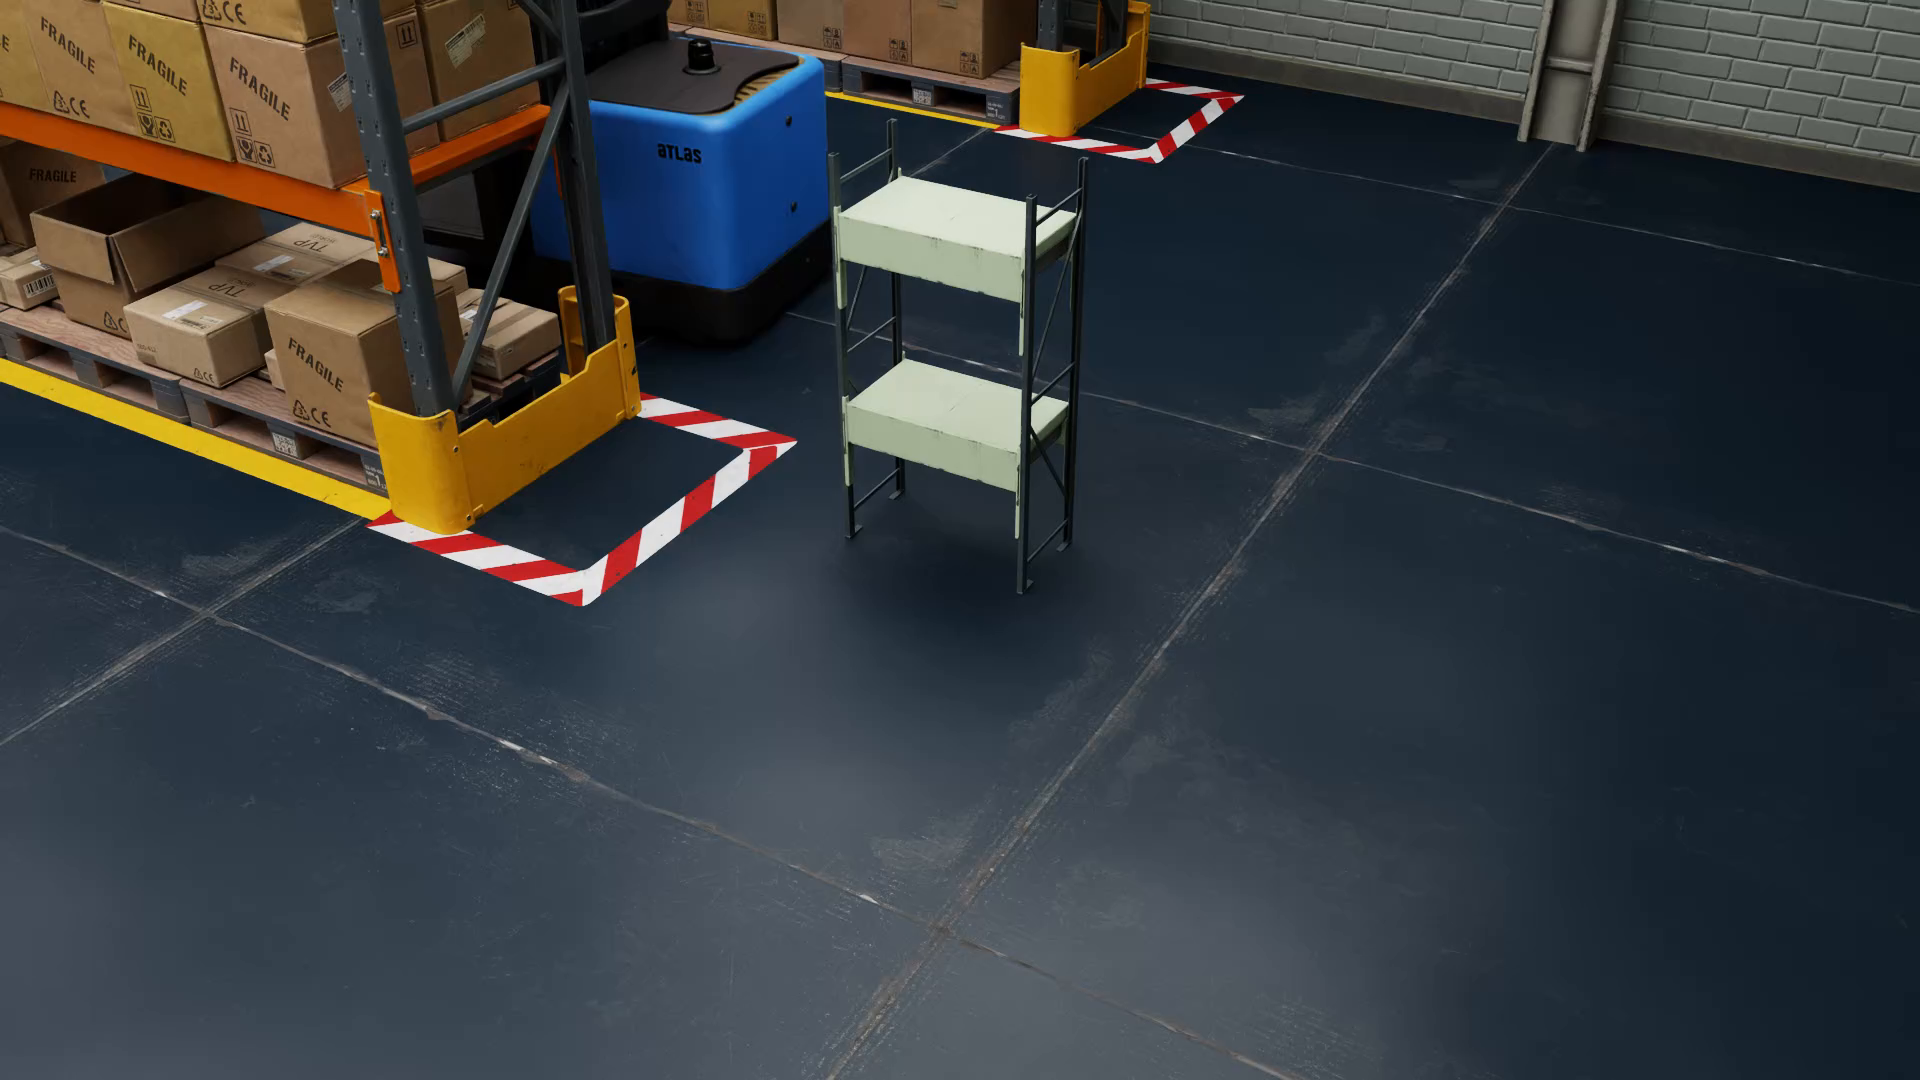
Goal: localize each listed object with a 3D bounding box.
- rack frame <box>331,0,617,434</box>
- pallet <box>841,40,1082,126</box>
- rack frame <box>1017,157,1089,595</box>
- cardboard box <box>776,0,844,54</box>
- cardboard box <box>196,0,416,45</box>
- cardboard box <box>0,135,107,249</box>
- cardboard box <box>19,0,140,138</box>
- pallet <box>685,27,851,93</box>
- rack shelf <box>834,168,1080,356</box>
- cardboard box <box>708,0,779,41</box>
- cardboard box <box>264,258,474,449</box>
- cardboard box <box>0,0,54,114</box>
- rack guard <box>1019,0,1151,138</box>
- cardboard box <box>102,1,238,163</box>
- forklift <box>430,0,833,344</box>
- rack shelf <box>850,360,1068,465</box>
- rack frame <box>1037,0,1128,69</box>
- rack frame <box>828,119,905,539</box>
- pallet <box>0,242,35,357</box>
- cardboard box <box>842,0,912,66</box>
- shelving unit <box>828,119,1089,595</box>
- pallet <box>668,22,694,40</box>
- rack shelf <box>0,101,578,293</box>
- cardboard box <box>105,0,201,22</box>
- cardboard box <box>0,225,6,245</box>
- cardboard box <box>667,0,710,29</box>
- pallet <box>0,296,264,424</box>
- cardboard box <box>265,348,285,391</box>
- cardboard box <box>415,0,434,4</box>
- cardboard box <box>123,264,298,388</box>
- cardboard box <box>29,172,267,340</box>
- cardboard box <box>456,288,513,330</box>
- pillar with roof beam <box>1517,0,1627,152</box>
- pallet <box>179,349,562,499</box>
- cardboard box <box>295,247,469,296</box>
[{"bbox_3d":[-1.705,-1.561,5.888,0.127,3.000,1.000,18,37,24],"label":"rack frame"},{"bbox_3d":[0.016,-2.967,10.515,1.213,0.211,1.003,18,37,24],"label":"pallet"},{"bbox_3d":[0.312,-0.525,5.686,0.023,1.500,0.400,18,37,24],"label":"rack frame"},{"bbox_3d":[-0.780,-3.500,10.676,0.500,0.500,0.700,16,37,23],"label":"cardboard box"},{"bbox_3d":[-2.228,-2.009,5.568,0.500,0.500,0.500,17,37,24],"label":"cardboard box"},{"bbox_3d":[-4.543,-1.783,8.080,0.500,0.500,0.500,18,37,24],"label":"cardboard box"},{"bbox_3d":[-3.112,-1.875,6.270,0.500,0.500,0.500,18,38,25],"label":"cardboard box"},{"bbox_3d":[-1.039,-3.303,11.020,1.213,0.211,1.003,18,37,24],"label":"pallet"},{"bbox_3d":[-0.006,-0.951,5.621,0.720,0.370,0.431,18,37,24],"label":"rack shelf"},{"bbox_3d":[-1.246,-3.643,10.891,0.500,0.500,0.700,18,38,25],"label":"cardboard box"},{"bbox_3d":[-2.300,-0.734,6.505,0.500,0.500,0.500,18,37,24],"label":"cardboard box"},{"bbox_3d":[-3.549,-2.014,6.478,0.500,0.500,0.500,17,37,24],"label":"cardboard box"},{"bbox_3d":[0.770,-2.899,10.152,0.348,0.500,1.175,18,37,24],"label":"rack guard"},{"bbox_3d":[-2.681,-1.736,6.060,0.500,0.500,0.500,18,38,25],"label":"cardboard box"},{"bbox_3d":[-2.180,-2.629,7.554,3.031,2.935,1.130,13,36,19],"label":"forklift"},{"bbox_3d":[-0.006,-0.436,5.964,0.686,0.124,0.368,18,37,24],"label":"rack shelf"},{"bbox_3d":[0.749,-3.946,9.469,0.127,3.000,1.000,18,37,24],"label":"rack frame"},{"bbox_3d":[-0.324,-0.727,5.988,0.023,1.500,0.400,18,37,24],"label":"rack frame"},{"bbox_3d":[-4.582,-1.311,8.028,1.213,0.211,1.003,18,37,24],"label":"pallet"},{"bbox_3d":[-0.343,-3.362,10.469,0.500,0.500,0.700,17,37,24],"label":"cardboard box"},{"bbox_3d":[-0.006,-0.626,5.837,0.755,1.500,0.431,18,37,24],"label":"shelving unit"},{"bbox_3d":[-2.102,-3.638,11.523,1.213,0.211,1.003,18,37,24],"label":"pallet"},{"bbox_3d":[-3.442,-1.811,6.913,4.000,0.370,1.077,18,37,24],"label":"rack shelf"},{"bbox_3d":[-2.667,-2.147,5.776,0.500,0.500,0.500,19,38,26],"label":"cardboard box"},{"bbox_3d":[-4.921,-1.505,7.833,0.500,0.311,0.500,18,37,24],"label":"cardboard box"},{"bbox_3d":[-1.691,-3.785,11.104,0.500,0.500,0.700,17,37,24],"label":"cardboard box"},{"bbox_3d":[-3.519,-0.976,7.525,1.213,0.211,1.003,18,37,24],"label":"pallet"},{"bbox_3d":[-2.607,-0.750,6.830,0.250,0.166,0.380,18,37,24],"label":"cardboard box"},{"bbox_3d":[-1.960,-2.267,5.956,0.500,0.500,0.500,19,38,26],"label":"cardboard box"},{"bbox_3d":[-3.110,-0.906,6.988,0.500,0.250,0.500,18,37,24],"label":"cardboard box"},{"bbox_3d":[-3.545,-1.291,7.337,0.637,0.503,0.797,18,37,24],"label":"cardboard box"},{"bbox_3d":[-2.115,-0.914,7.075,0.250,0.166,0.380,18,37,24],"label":"cardboard box"},{"bbox_3d":[1.387,-4.045,4.205,0.400,9.000,9.100,18,37,24],"label":"pillar with roof beam"},{"bbox_3d":[-2.464,-0.640,7.020,1.213,0.211,1.003,18,37,24],"label":"pallet"},{"bbox_3d":[-2.471,-1.023,7.164,0.500,0.250,0.500,18,37,24],"label":"cardboard box"}]
